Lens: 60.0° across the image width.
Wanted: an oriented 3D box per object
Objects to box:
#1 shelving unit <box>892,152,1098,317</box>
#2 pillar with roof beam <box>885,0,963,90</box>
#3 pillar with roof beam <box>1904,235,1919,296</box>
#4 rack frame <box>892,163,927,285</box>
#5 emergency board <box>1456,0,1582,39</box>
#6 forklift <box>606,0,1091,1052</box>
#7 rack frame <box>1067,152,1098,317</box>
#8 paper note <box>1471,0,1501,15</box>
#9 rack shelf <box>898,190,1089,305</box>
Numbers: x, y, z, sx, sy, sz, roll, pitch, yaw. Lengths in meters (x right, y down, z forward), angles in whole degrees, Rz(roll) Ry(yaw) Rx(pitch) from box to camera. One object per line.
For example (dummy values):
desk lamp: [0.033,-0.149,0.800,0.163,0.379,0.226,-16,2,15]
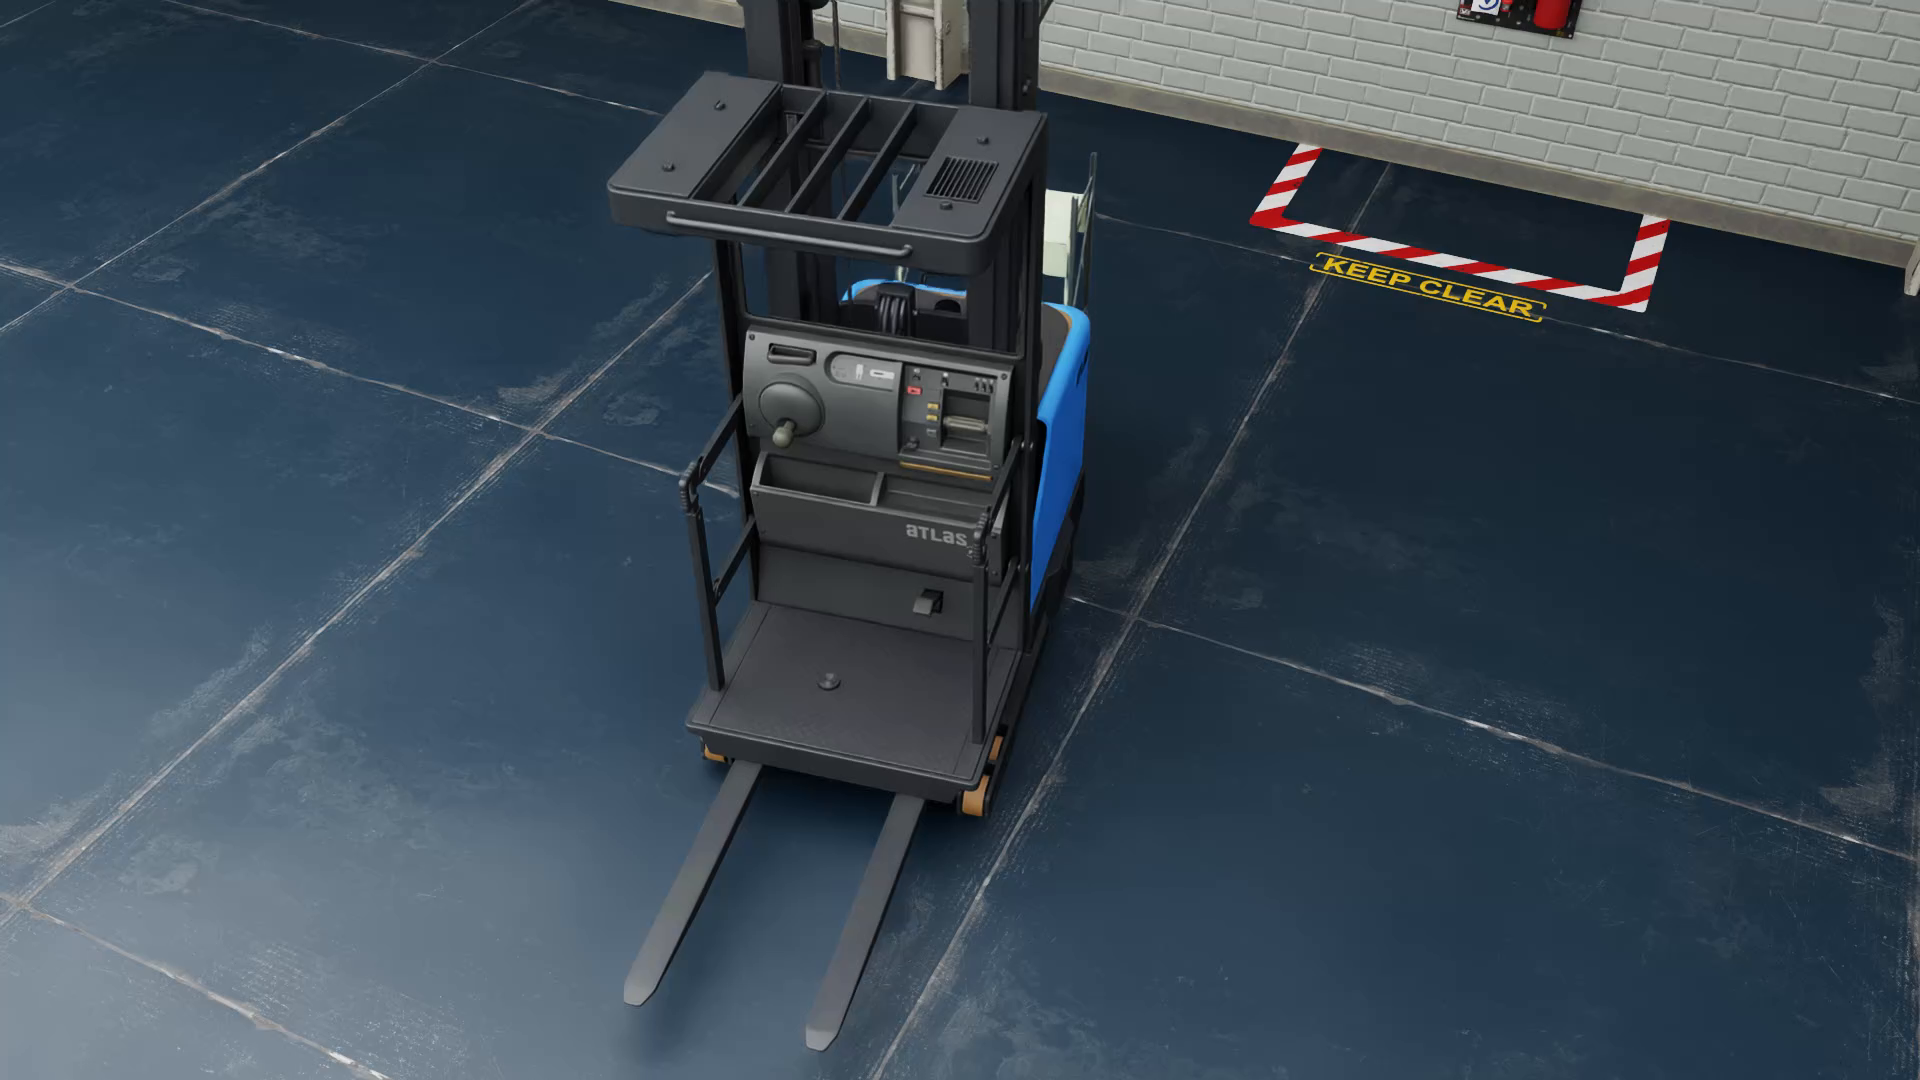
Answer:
shelving unit: [0.145,-0.953,7.203,0.755,1.500,0.431,10,42,11]
pillar with roof beam: [-2.045,-3.840,4.810,0.400,9.000,9.100,17,44,19]
pillar with roof beam: [3.392,-2.179,2.893,0.400,9.000,9.100,17,44,19]
rack frame: [-0.208,-1.016,7.276,0.023,1.500,0.400,10,42,11]
emergency board: [2.989,-3.174,8.622,0.643,1.169,0.194,17,44,19]
forklift: [-0.341,-0.384,5.455,1.130,2.935,3.031,10,42,11]
rack frame: [0.498,-0.890,7.131,0.023,1.500,0.400,10,42,11]
paper note: [2.858,-2.931,9.014,0.142,0.148,0.016,17,44,19]
rack shelf: [0.145,-1.248,6.948,0.720,0.370,0.431,10,42,11]
